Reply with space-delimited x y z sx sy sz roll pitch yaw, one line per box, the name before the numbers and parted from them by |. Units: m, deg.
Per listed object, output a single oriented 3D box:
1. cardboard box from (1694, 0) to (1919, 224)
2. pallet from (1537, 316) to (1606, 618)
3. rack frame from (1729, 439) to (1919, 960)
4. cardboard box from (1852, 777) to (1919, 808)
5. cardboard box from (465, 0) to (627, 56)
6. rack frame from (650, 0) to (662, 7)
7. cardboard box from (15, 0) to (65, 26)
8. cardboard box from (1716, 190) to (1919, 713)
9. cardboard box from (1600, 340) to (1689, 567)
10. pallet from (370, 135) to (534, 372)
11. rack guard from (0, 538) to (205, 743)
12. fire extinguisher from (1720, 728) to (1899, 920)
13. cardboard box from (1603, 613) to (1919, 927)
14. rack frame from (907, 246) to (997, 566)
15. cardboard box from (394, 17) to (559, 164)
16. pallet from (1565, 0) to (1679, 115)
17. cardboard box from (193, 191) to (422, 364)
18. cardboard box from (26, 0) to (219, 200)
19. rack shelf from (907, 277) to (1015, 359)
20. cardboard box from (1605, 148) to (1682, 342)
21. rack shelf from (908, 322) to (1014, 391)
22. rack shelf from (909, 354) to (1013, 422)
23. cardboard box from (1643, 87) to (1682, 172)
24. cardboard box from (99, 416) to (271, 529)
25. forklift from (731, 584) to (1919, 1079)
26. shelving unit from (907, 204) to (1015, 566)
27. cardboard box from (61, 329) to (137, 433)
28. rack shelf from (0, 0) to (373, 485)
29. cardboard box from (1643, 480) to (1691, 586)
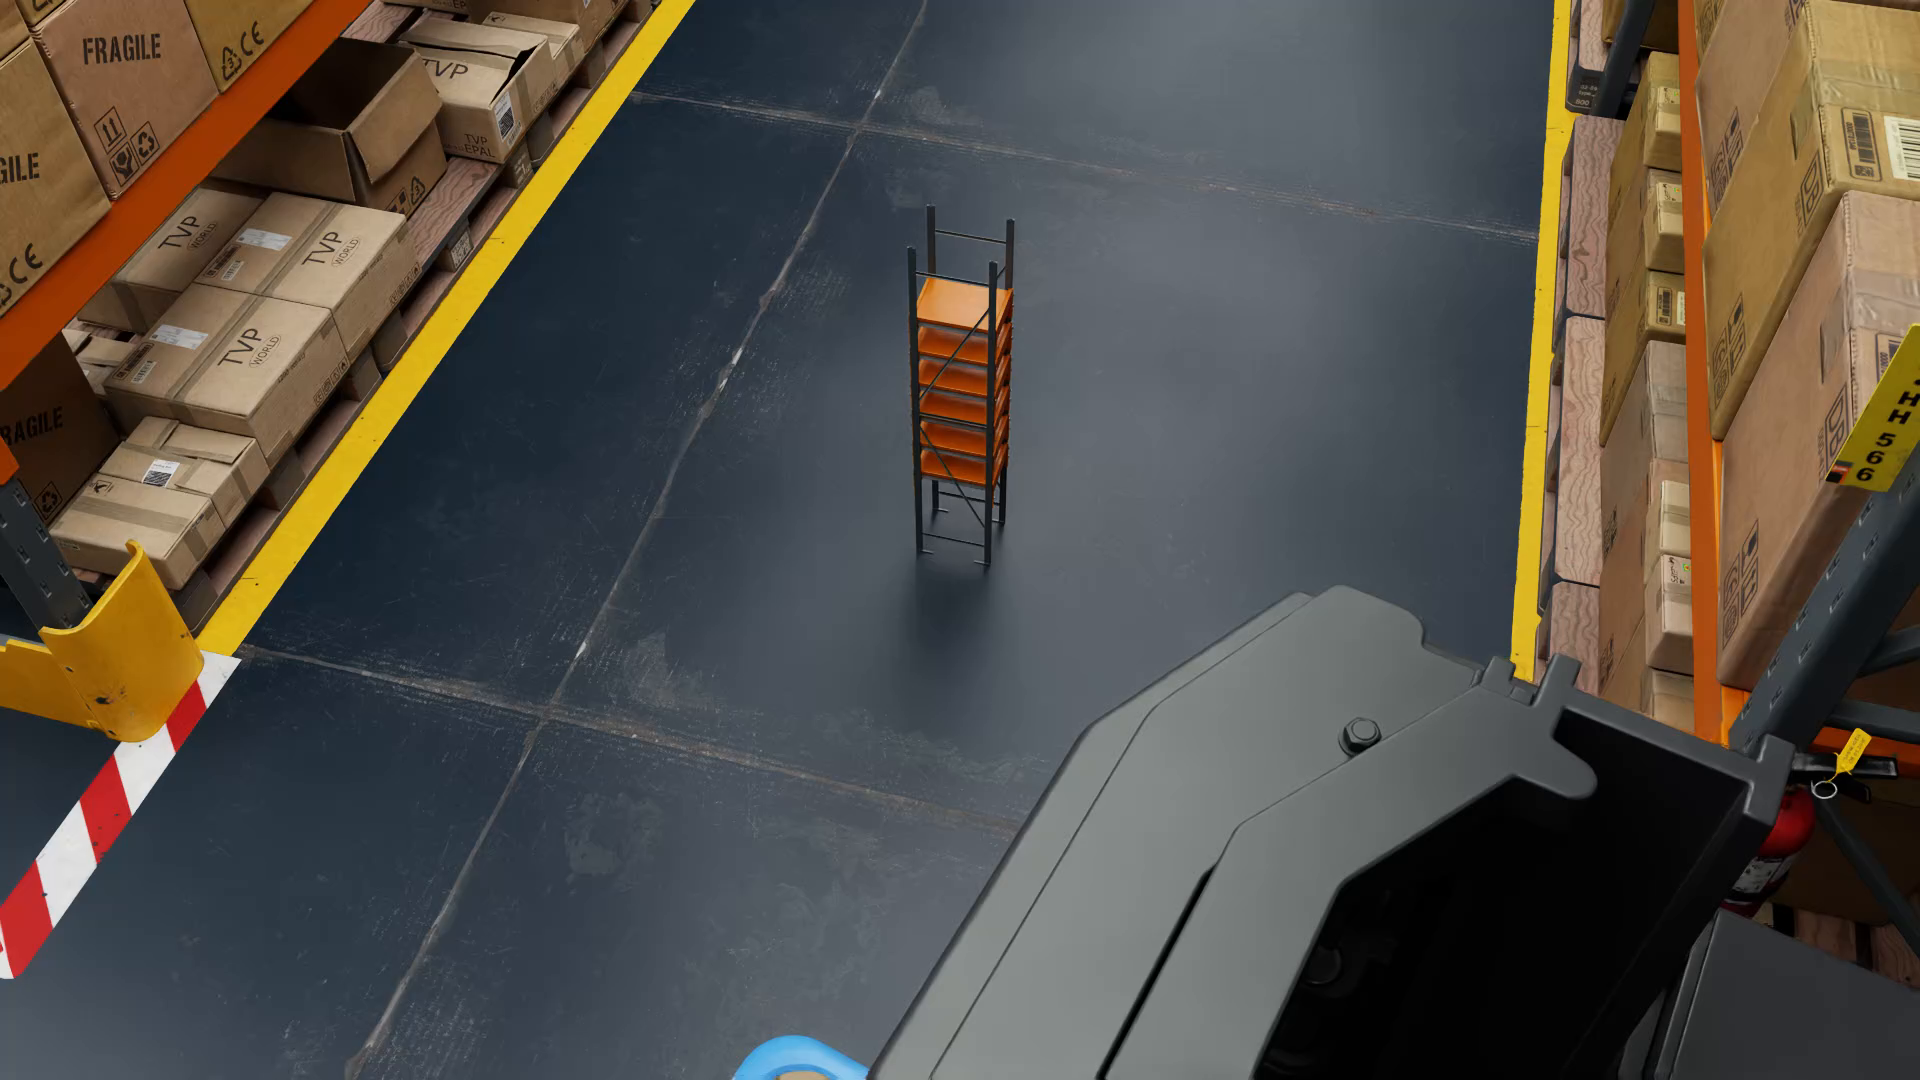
cardboard box | 2.444 -1.161 4.074 0.980 0.700 0.700 9 49 8
pallet | 2.387 -0.164 5.254 1.003 0.211 1.213 12 50 10
rack frame | 1.929 0.387 2.908 1.000 3.000 0.127 12 50 10
cardboard box | 2.177 0.465 3.794 0.380 0.149 0.250 12 50 10
cardboard box | -1.675 -2.331 6.681 0.500 0.500 0.500 12 50 10
rack frame | -1.798 -3.481 6.322 1.000 3.000 0.127 12 50 10
cardboard box | -2.350 -1.600 3.928 0.500 0.500 0.500 12 50 10
cardboard box | 2.054 -0.083 3.122 0.980 0.700 0.700 14 50 12
cardboard box | 2.280 -0.177 4.792 0.700 0.500 0.500 10 49 9
pallet | -2.299 -1.176 6.148 1.003 0.211 1.213 12 50 10
rack guard | -2.831 0.185 4.754 1.175 0.500 0.348 12 50 10
fire extinguisher | 1.444 0.554 3.061 0.296 0.674 0.183 12 50 10
cardboard box | 2.017 0.549 4.152 0.700 0.500 0.500 12 50 10
rack frame | -0.020 -0.341 4.751 0.240 1.200 0.006 12 50 10
cardboard box | -1.872 -1.726 6.273 0.500 0.311 0.500 12 50 10
pallet | 3.112 -2.156 7.012 1.003 0.211 1.213 12 50 10
cardboard box | -2.171 -0.884 5.570 0.500 0.250 0.500 12 50 10
cardboard box | -2.349 -1.264 4.298 0.500 0.500 0.500 11 50 10
rack shelf | 0.004 -0.616 4.573 0.258 0.103 0.180 12 50 10
cardboard box | 2.551 -0.934 5.461 0.700 0.500 0.500 11 50 10
rack shelf | 0.004 -0.537 4.663 0.258 0.103 0.180 12 50 10
rack shelf | 0.004 -0.458 4.753 0.258 0.103 0.180 12 50 10
cardboard box | 2.420 -1.300 5.351 0.380 0.149 0.250 13 50 11
cardboard box | -2.344 -0.212 5.032 0.380 0.166 0.250 12 50 10
forklift | 0.711 1.486 1.983 3.031 2.935 1.130 23 52 19
shelving unit | 0.004 -0.408 4.809 0.258 1.200 0.189 12 50 10
cardboard box | -2.752 -0.513 5.298 0.380 0.166 0.250 12 50 10
rack shelf | -2.325 -1.796 5.314 1.077 0.370 4.000 12 50 10
cardboard box | 1.941 0.021 4.185 0.380 0.149 0.250 13 50 11
